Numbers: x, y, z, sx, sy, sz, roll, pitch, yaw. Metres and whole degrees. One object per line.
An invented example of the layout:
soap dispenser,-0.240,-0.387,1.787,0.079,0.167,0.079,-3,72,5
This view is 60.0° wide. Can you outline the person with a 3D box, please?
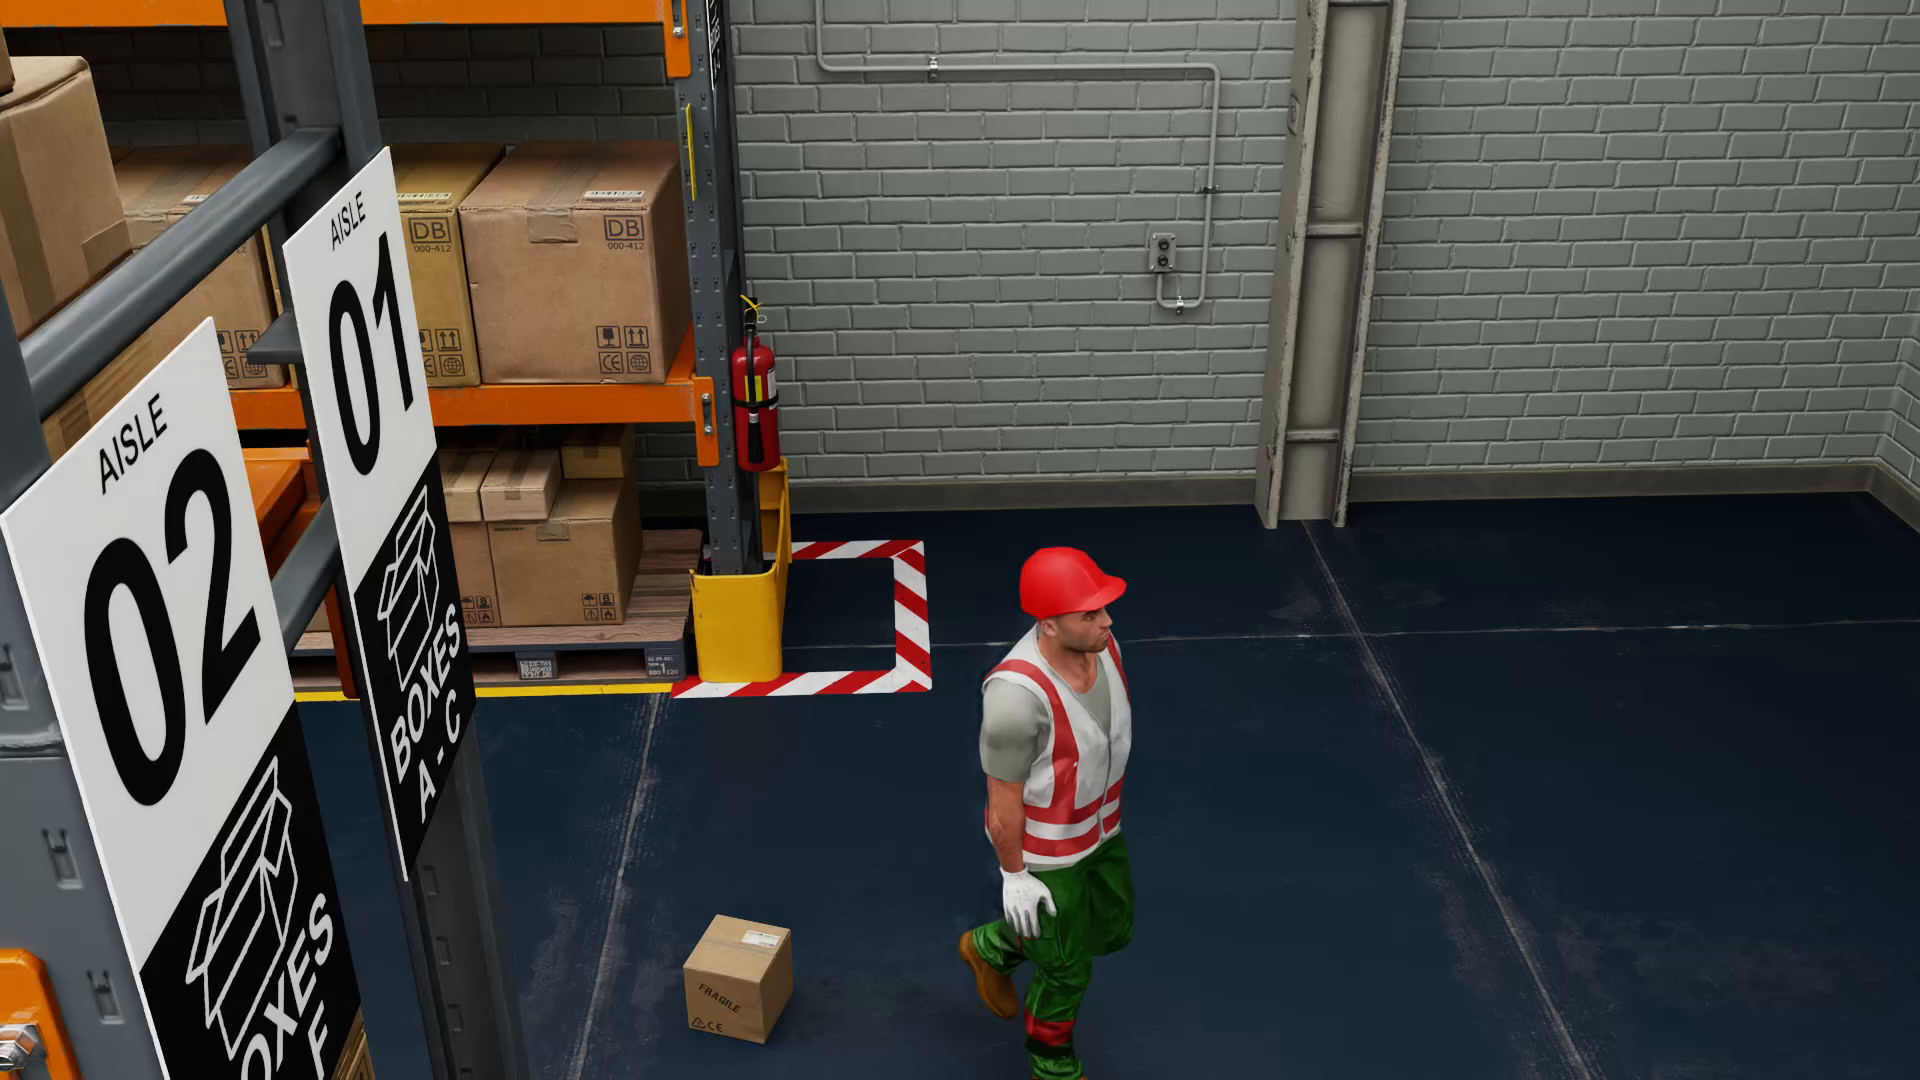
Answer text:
person,0.222,0.777,4.541,0.647,1.779,0.548,19,33,33
